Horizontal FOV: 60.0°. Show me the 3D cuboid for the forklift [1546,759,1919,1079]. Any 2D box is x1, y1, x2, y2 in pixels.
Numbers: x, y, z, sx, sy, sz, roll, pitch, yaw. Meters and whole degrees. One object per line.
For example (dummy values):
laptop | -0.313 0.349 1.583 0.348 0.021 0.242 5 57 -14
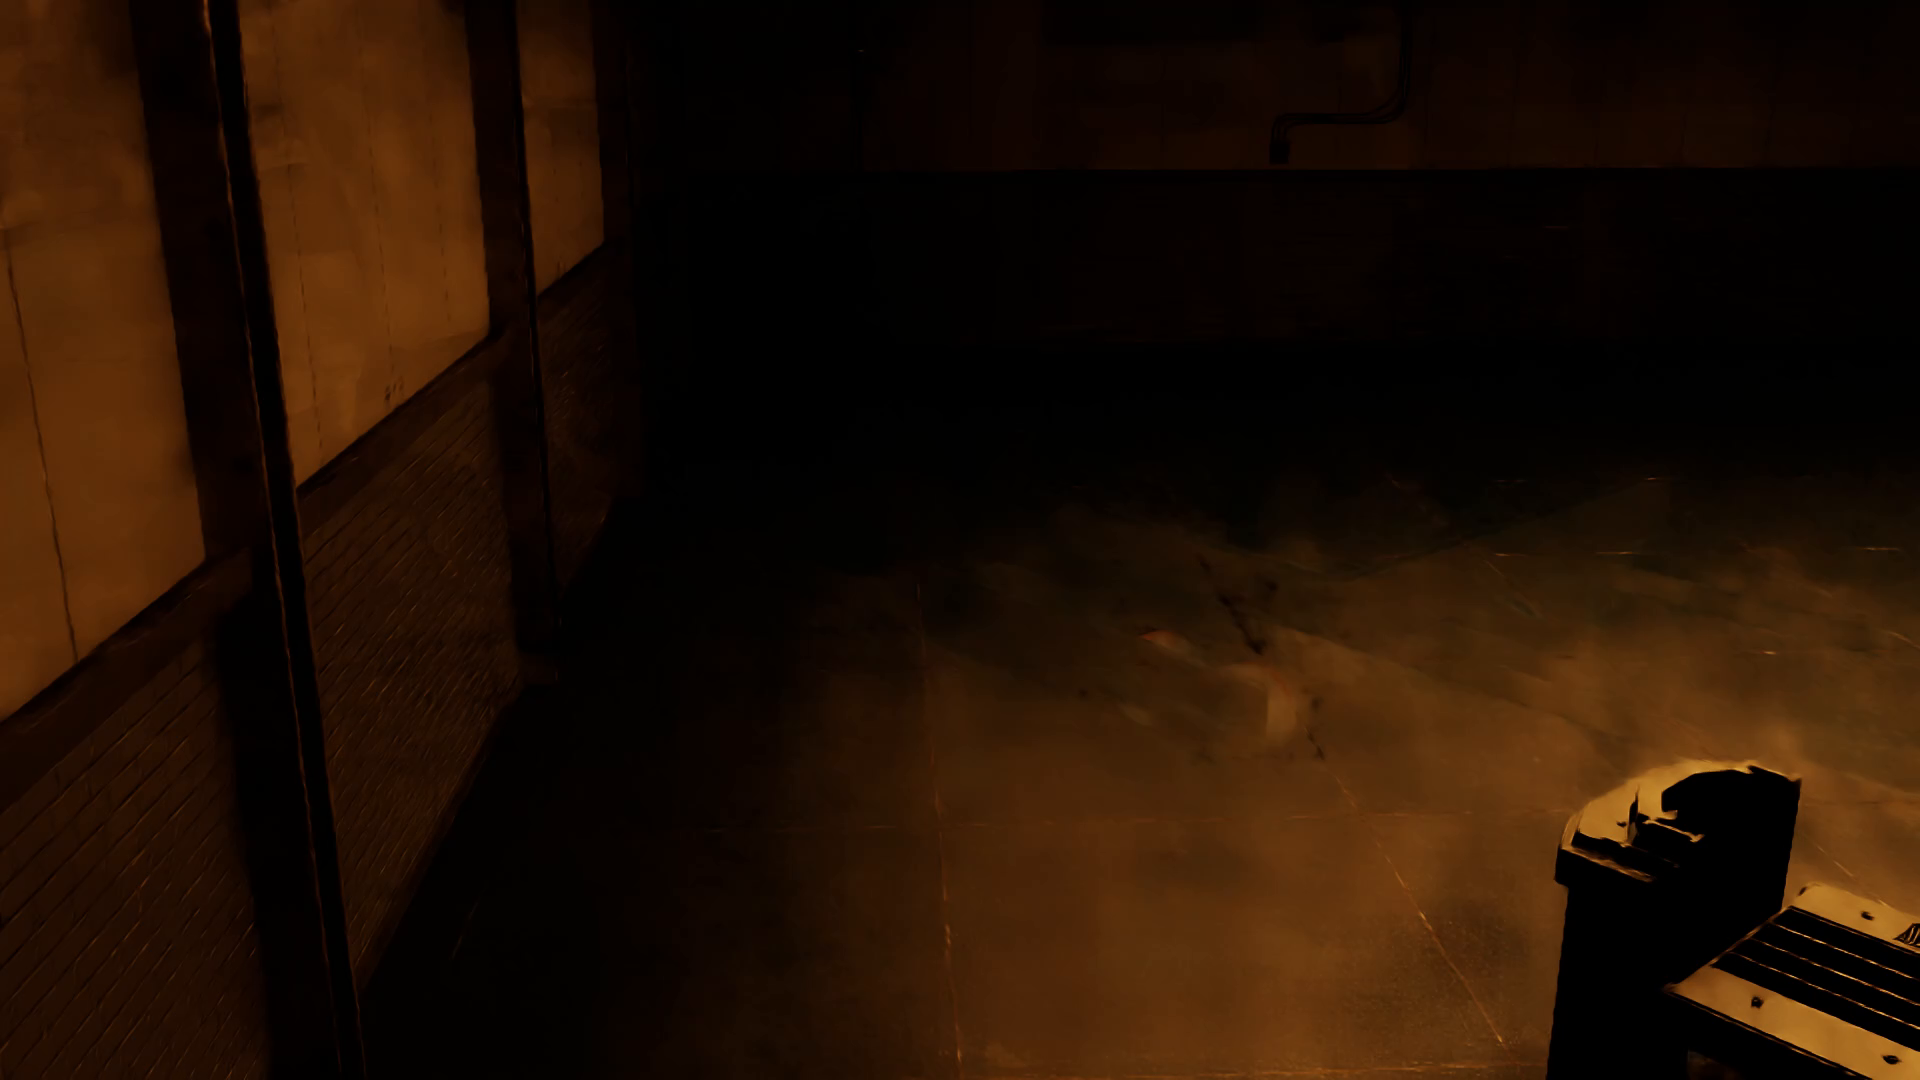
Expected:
forklift | 0.649 -1.209 2.859 1.130 2.935 3.031 -14 22 -38
